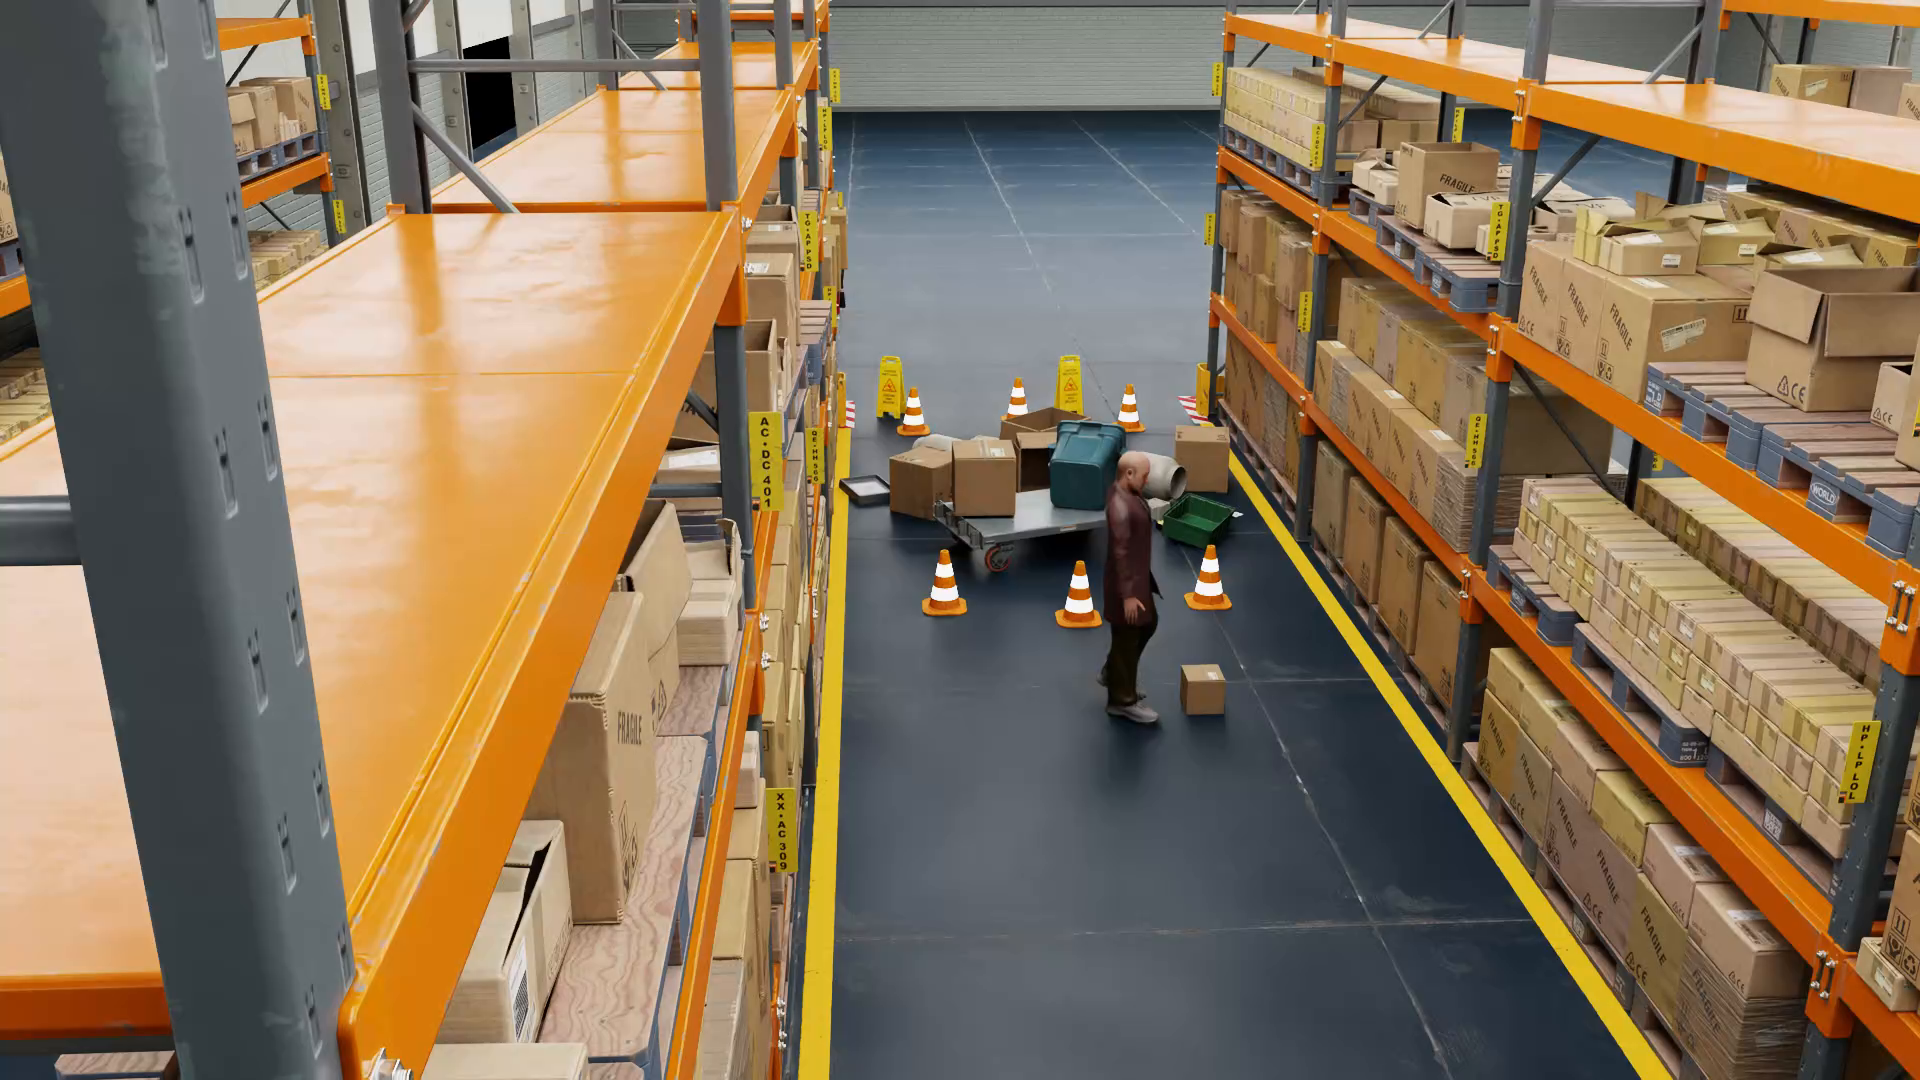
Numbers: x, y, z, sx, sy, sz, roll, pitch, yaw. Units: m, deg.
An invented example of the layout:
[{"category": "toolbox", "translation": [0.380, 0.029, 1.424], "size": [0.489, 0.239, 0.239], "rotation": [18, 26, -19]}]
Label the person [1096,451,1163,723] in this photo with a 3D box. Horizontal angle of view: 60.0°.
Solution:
[{"category": "person", "translation": [1.110, 0.299, 10.773], "size": [0.437, 1.809, 0.676], "rotation": [3, 20, 7]}]
